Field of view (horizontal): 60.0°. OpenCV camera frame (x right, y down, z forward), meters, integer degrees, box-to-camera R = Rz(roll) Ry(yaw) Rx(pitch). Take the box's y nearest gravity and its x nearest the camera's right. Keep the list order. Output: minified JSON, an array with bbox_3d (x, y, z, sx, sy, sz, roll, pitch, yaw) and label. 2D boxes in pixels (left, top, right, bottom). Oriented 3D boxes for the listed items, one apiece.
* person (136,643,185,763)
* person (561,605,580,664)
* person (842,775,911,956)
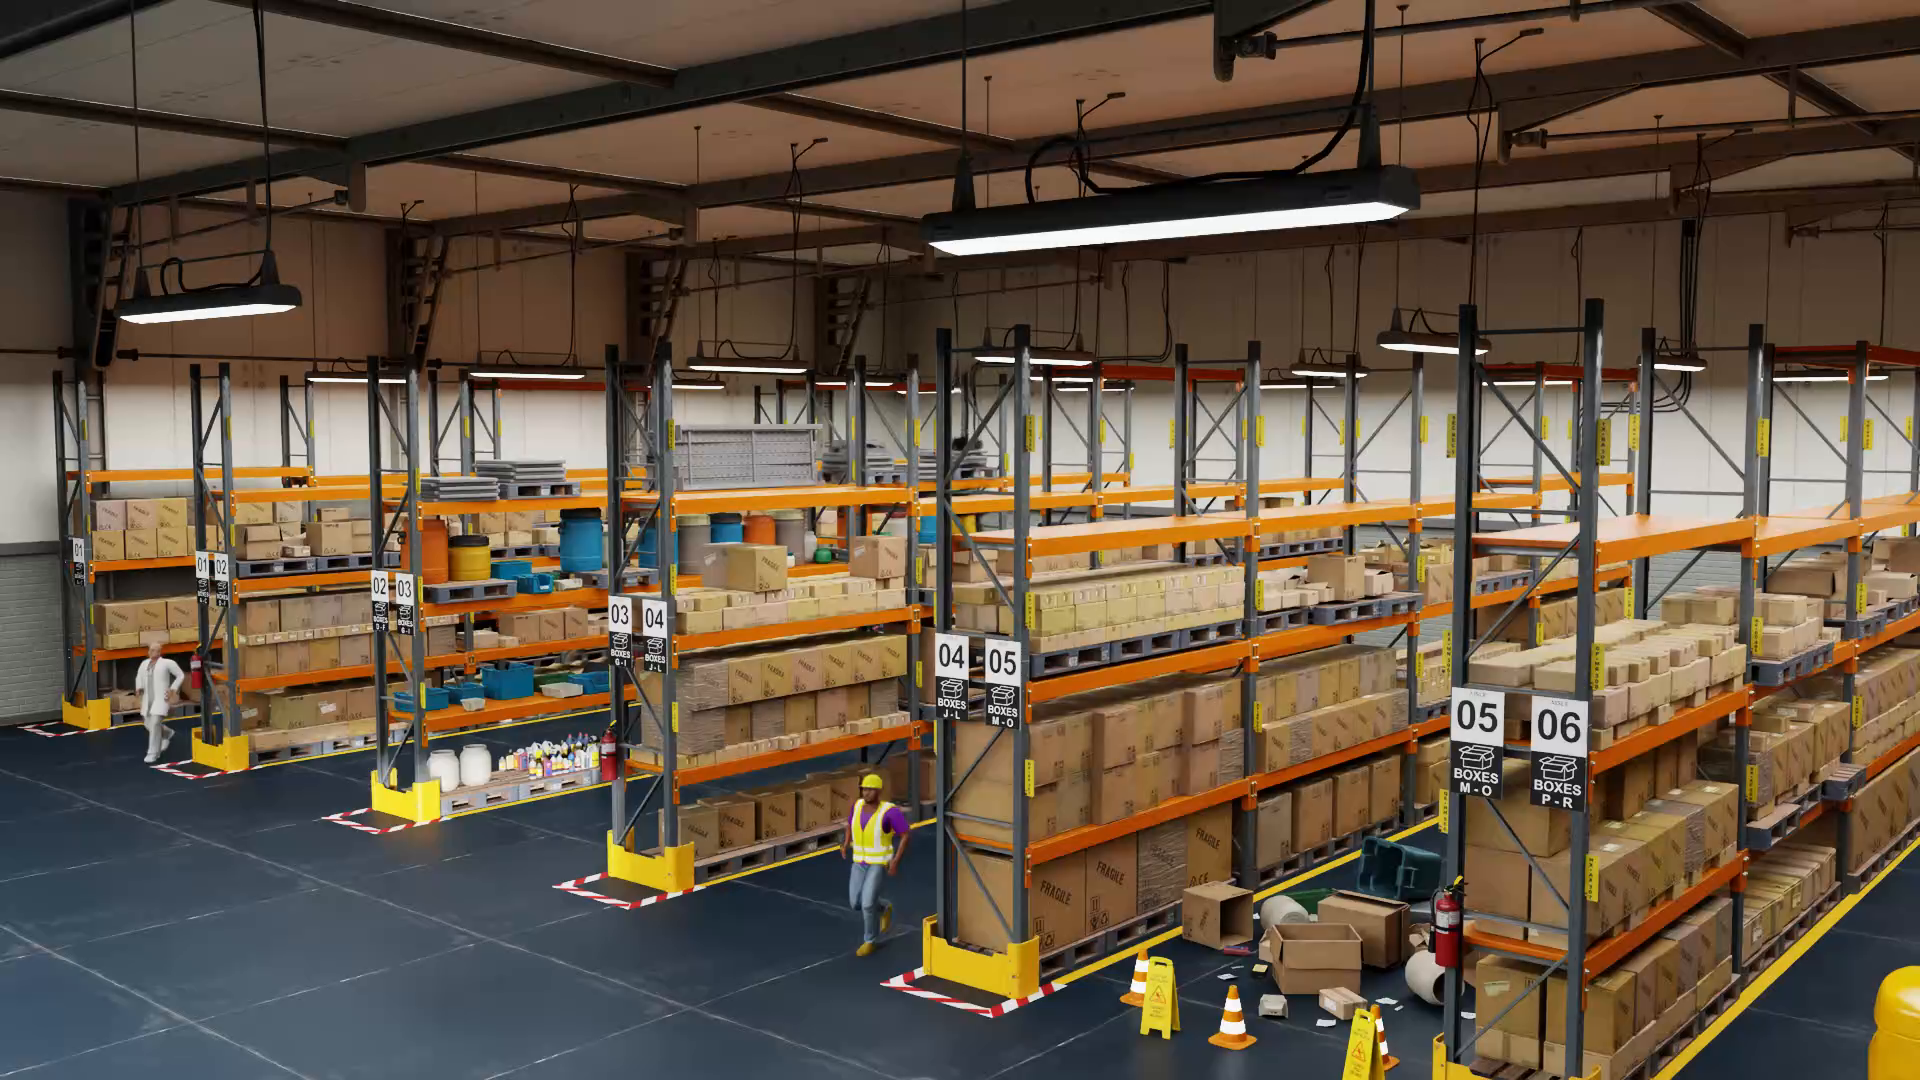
[{"bbox_3d":[-12.247,2.452,25.435,0.743,1.774,0.852,1,4,8],"label":"person"},{"bbox_3d":[-7.365,2.055,31.632,0.623,1.651,0.727,3,5,33],"label":"person"},{"bbox_3d":[-0.837,3.143,16.253,0.736,1.742,0.601,3,5,35],"label":"person"}]
